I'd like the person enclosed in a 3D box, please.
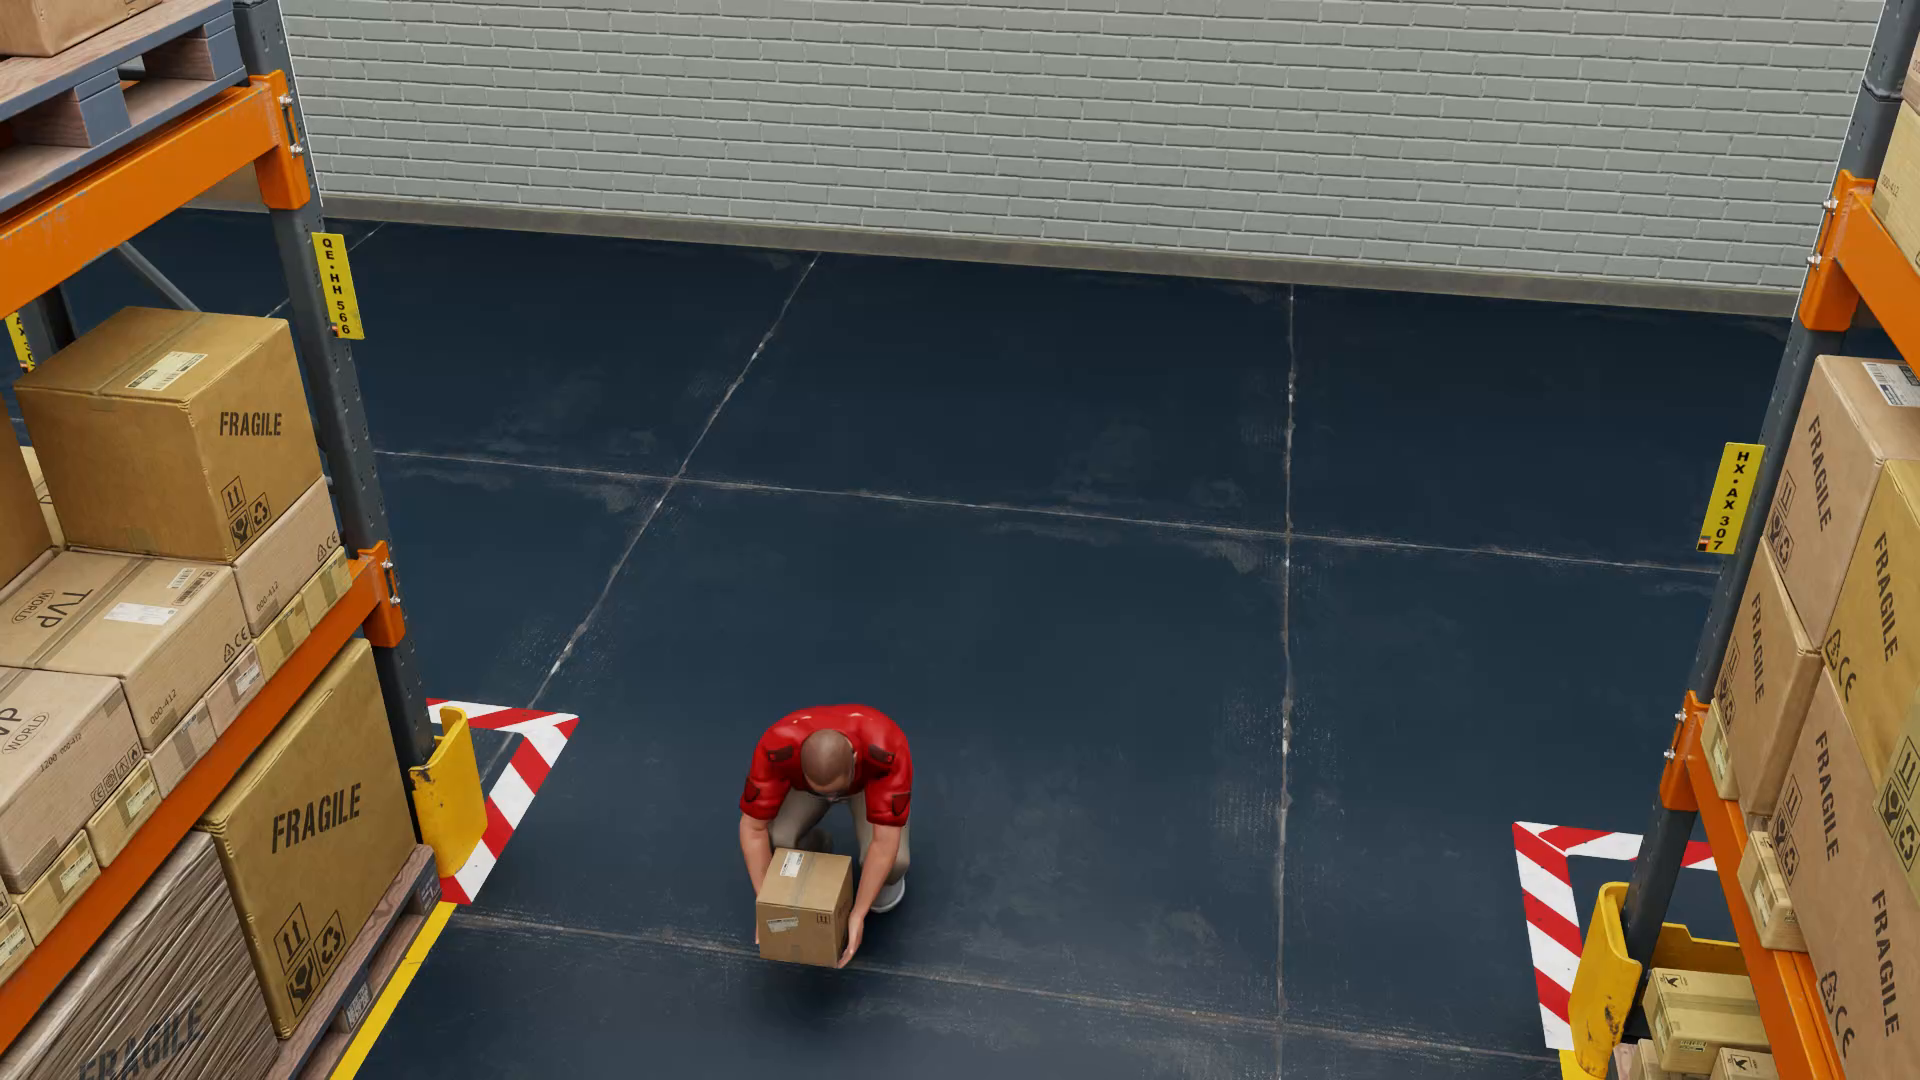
[{"bbox_3d":[-0.413,0.863,5.503,0.557,0.972,0.870,5,33,8],"label":"person"}]
